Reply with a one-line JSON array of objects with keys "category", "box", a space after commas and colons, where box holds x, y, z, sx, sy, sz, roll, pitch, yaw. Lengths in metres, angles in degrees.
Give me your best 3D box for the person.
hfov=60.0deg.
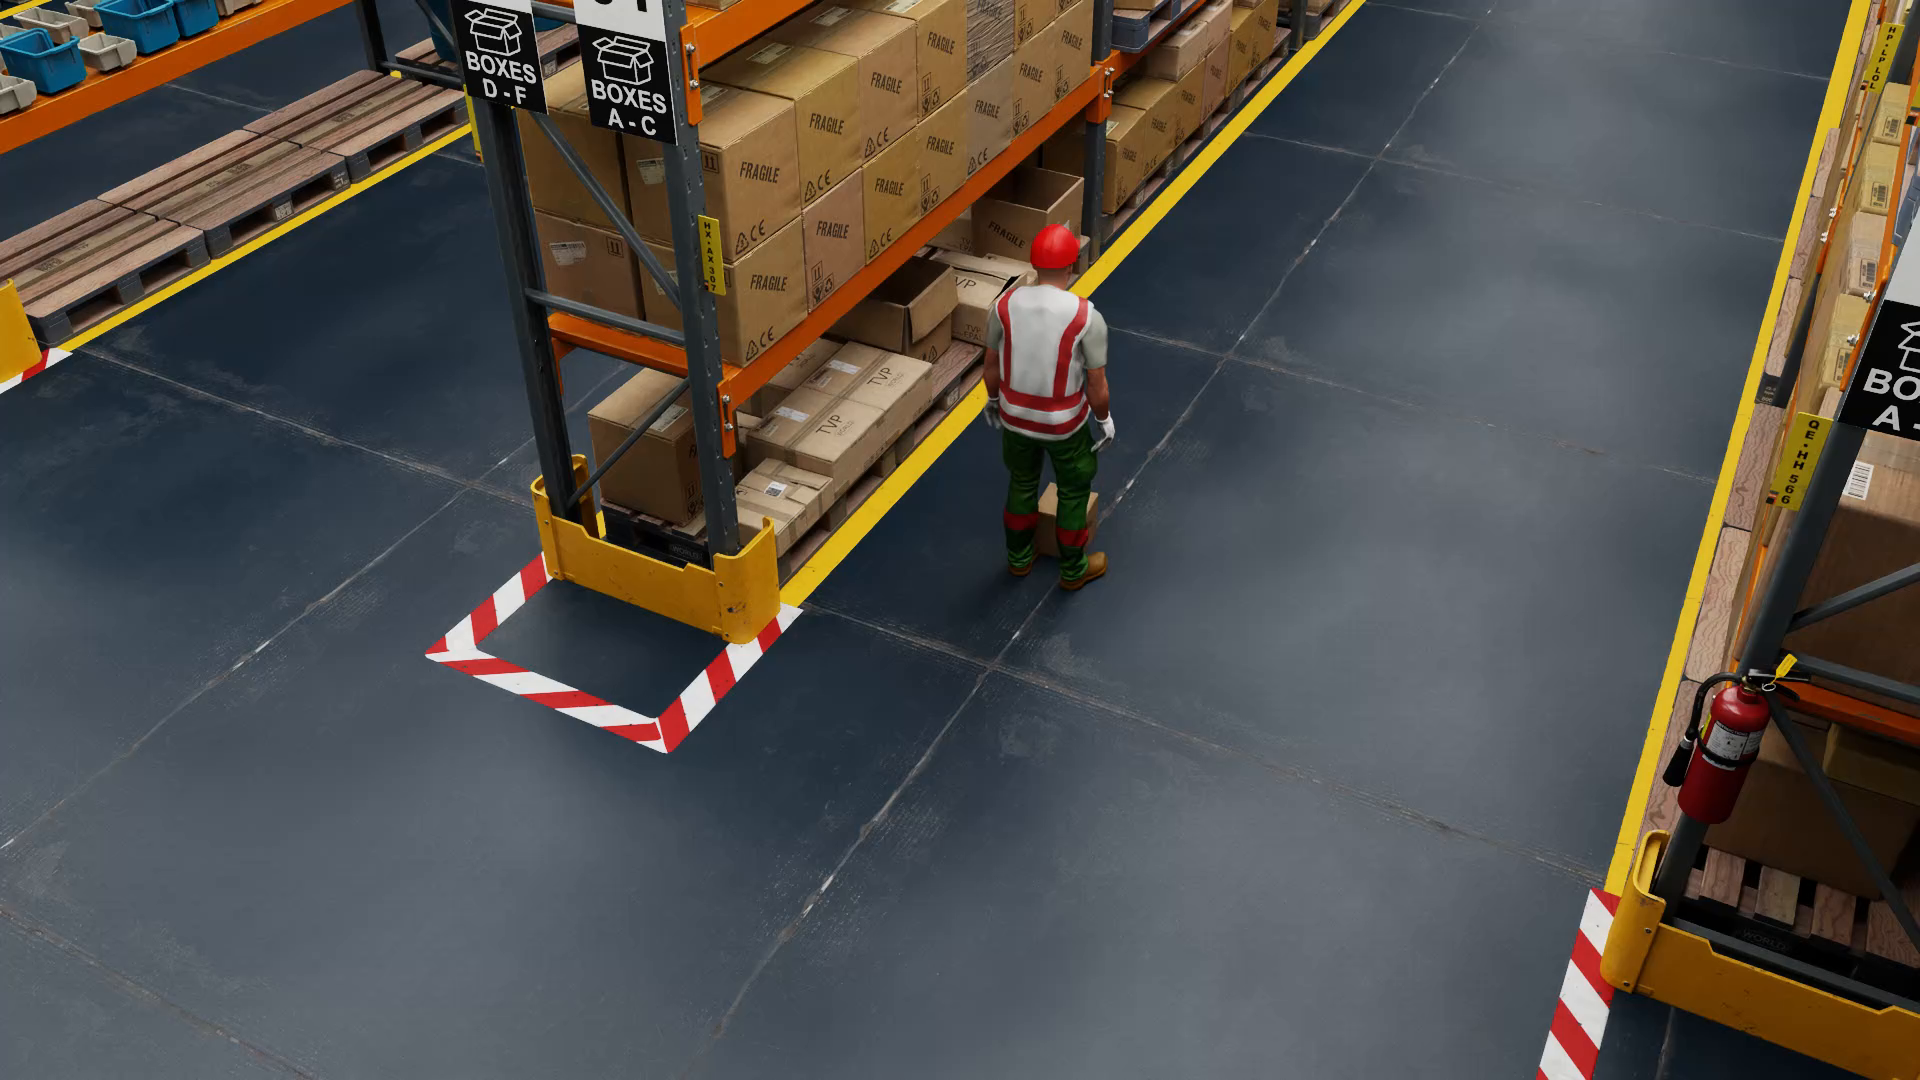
[{"category": "person", "box": [0.396, -0.572, 7.479, 0.619, 1.779, 0.450, 15, 40, 19]}]
